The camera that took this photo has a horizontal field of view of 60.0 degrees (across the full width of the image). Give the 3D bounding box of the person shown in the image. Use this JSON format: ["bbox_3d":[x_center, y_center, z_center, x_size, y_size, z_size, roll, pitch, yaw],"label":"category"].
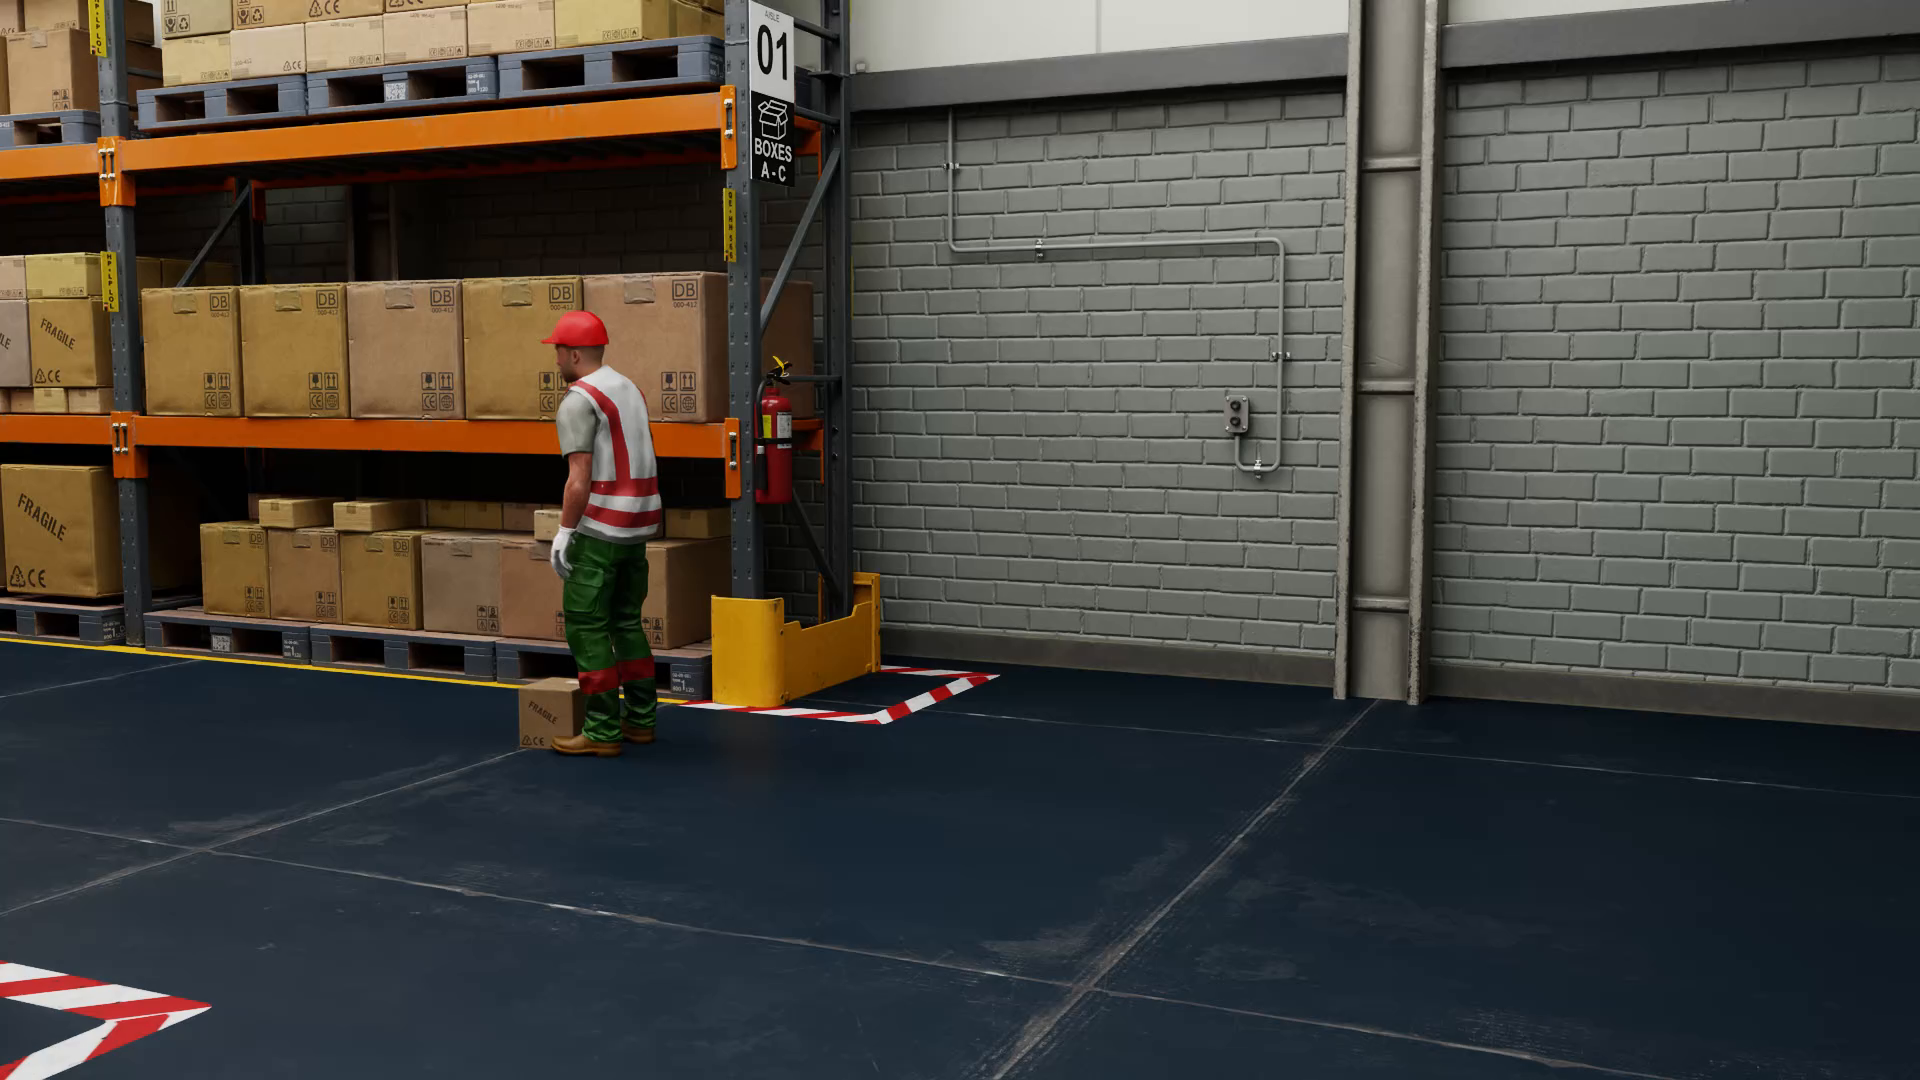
[{"bbox_3d":[-1.450,-0.030,6.712,0.453,1.778,0.615,2,6,20],"label":"person"}]
